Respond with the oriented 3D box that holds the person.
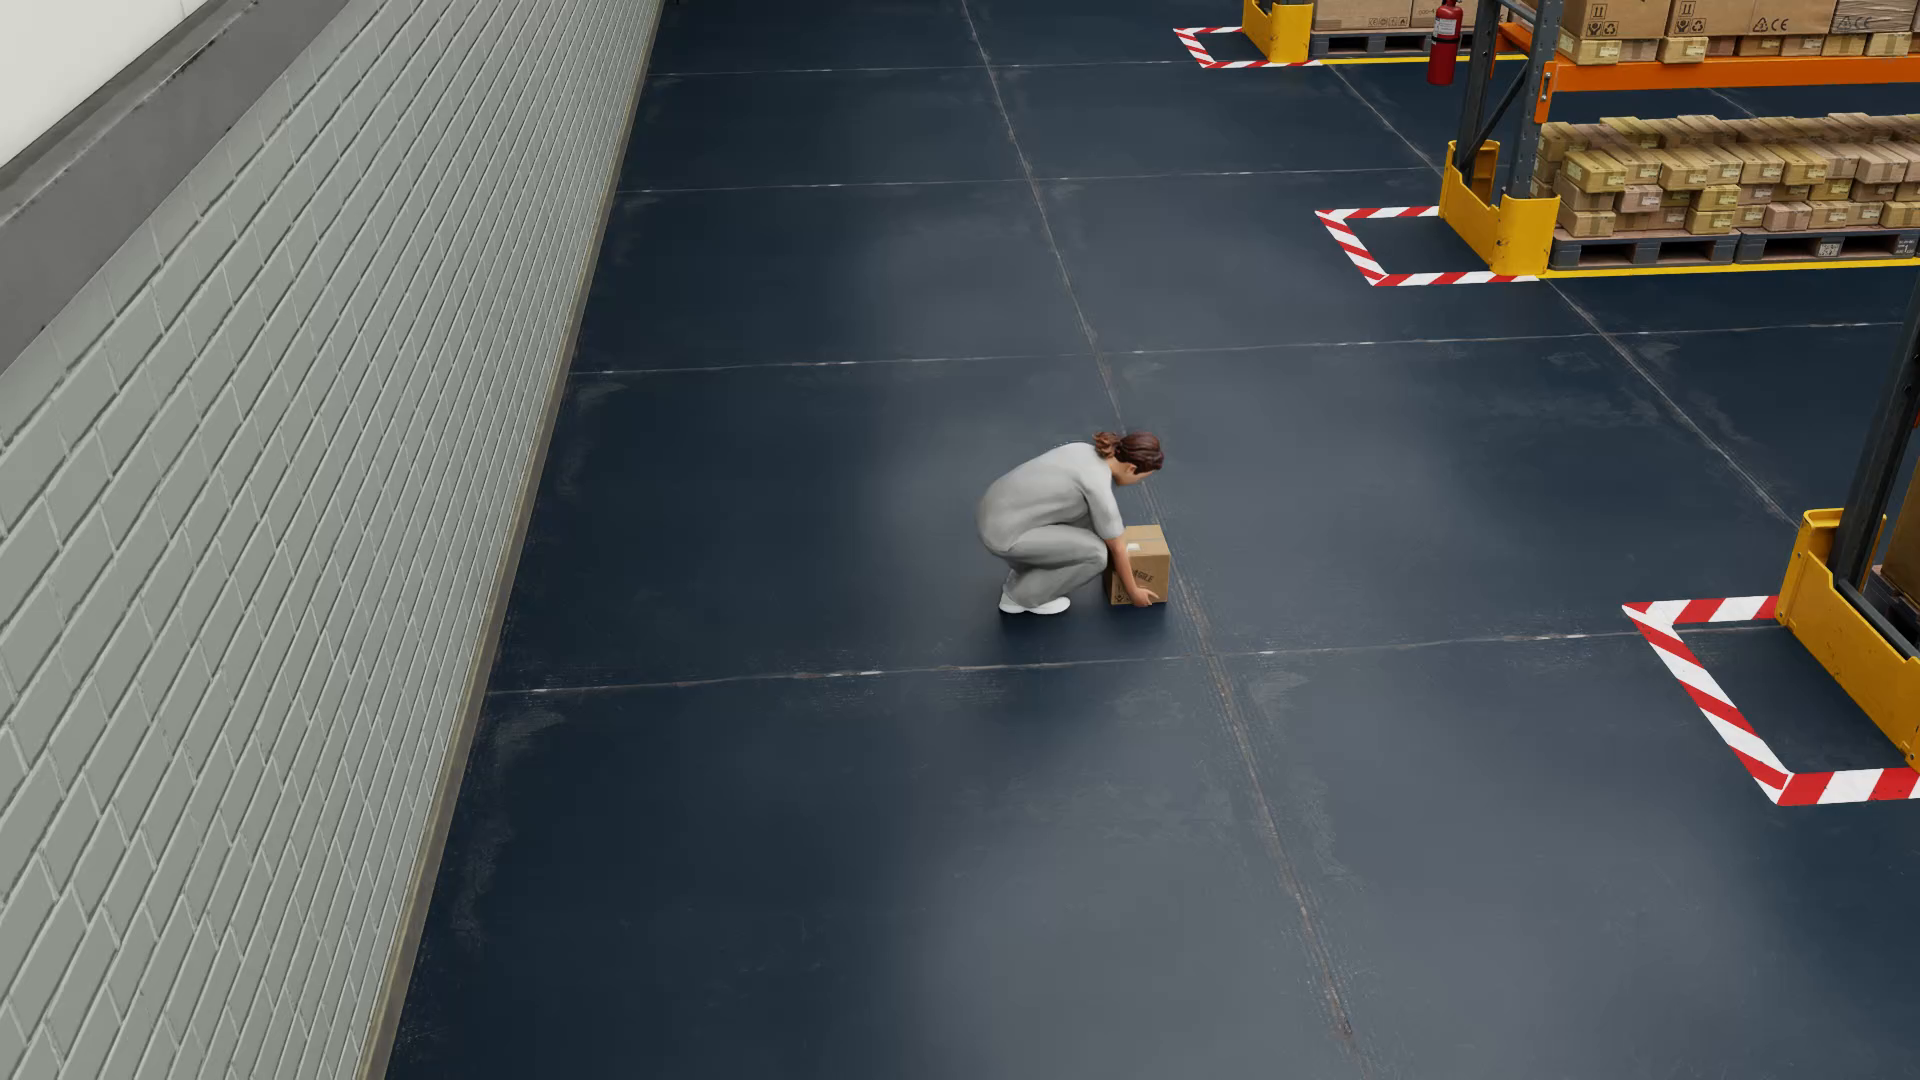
[{"bbox_3d":[0.466,-0.073,7.183,0.819,0.812,0.470,-3,31,-5],"label":"person"}]
